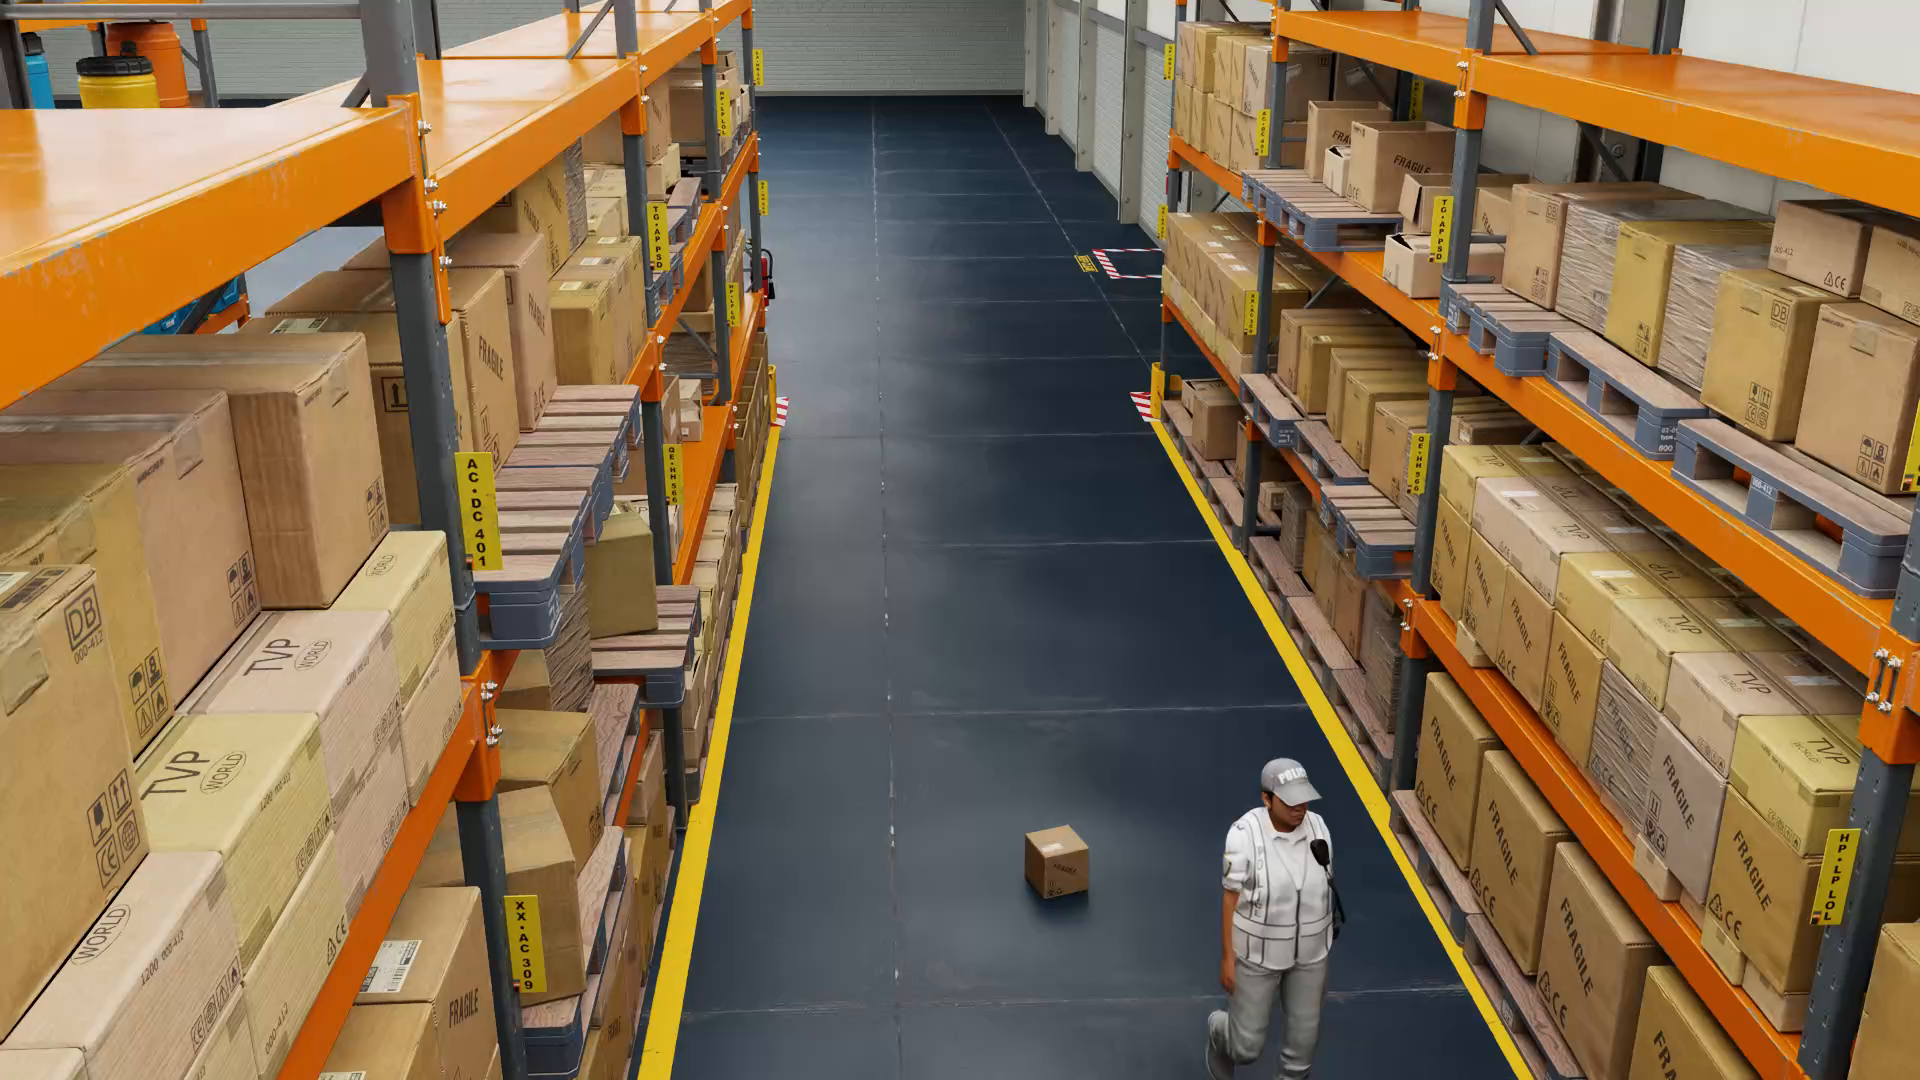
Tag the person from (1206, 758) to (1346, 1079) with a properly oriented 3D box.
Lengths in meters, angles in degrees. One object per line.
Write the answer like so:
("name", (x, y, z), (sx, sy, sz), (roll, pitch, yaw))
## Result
("person", (1.264, 1.624, 6.687), (0.483, 1.648, 0.591), (-4, 21, -11))
